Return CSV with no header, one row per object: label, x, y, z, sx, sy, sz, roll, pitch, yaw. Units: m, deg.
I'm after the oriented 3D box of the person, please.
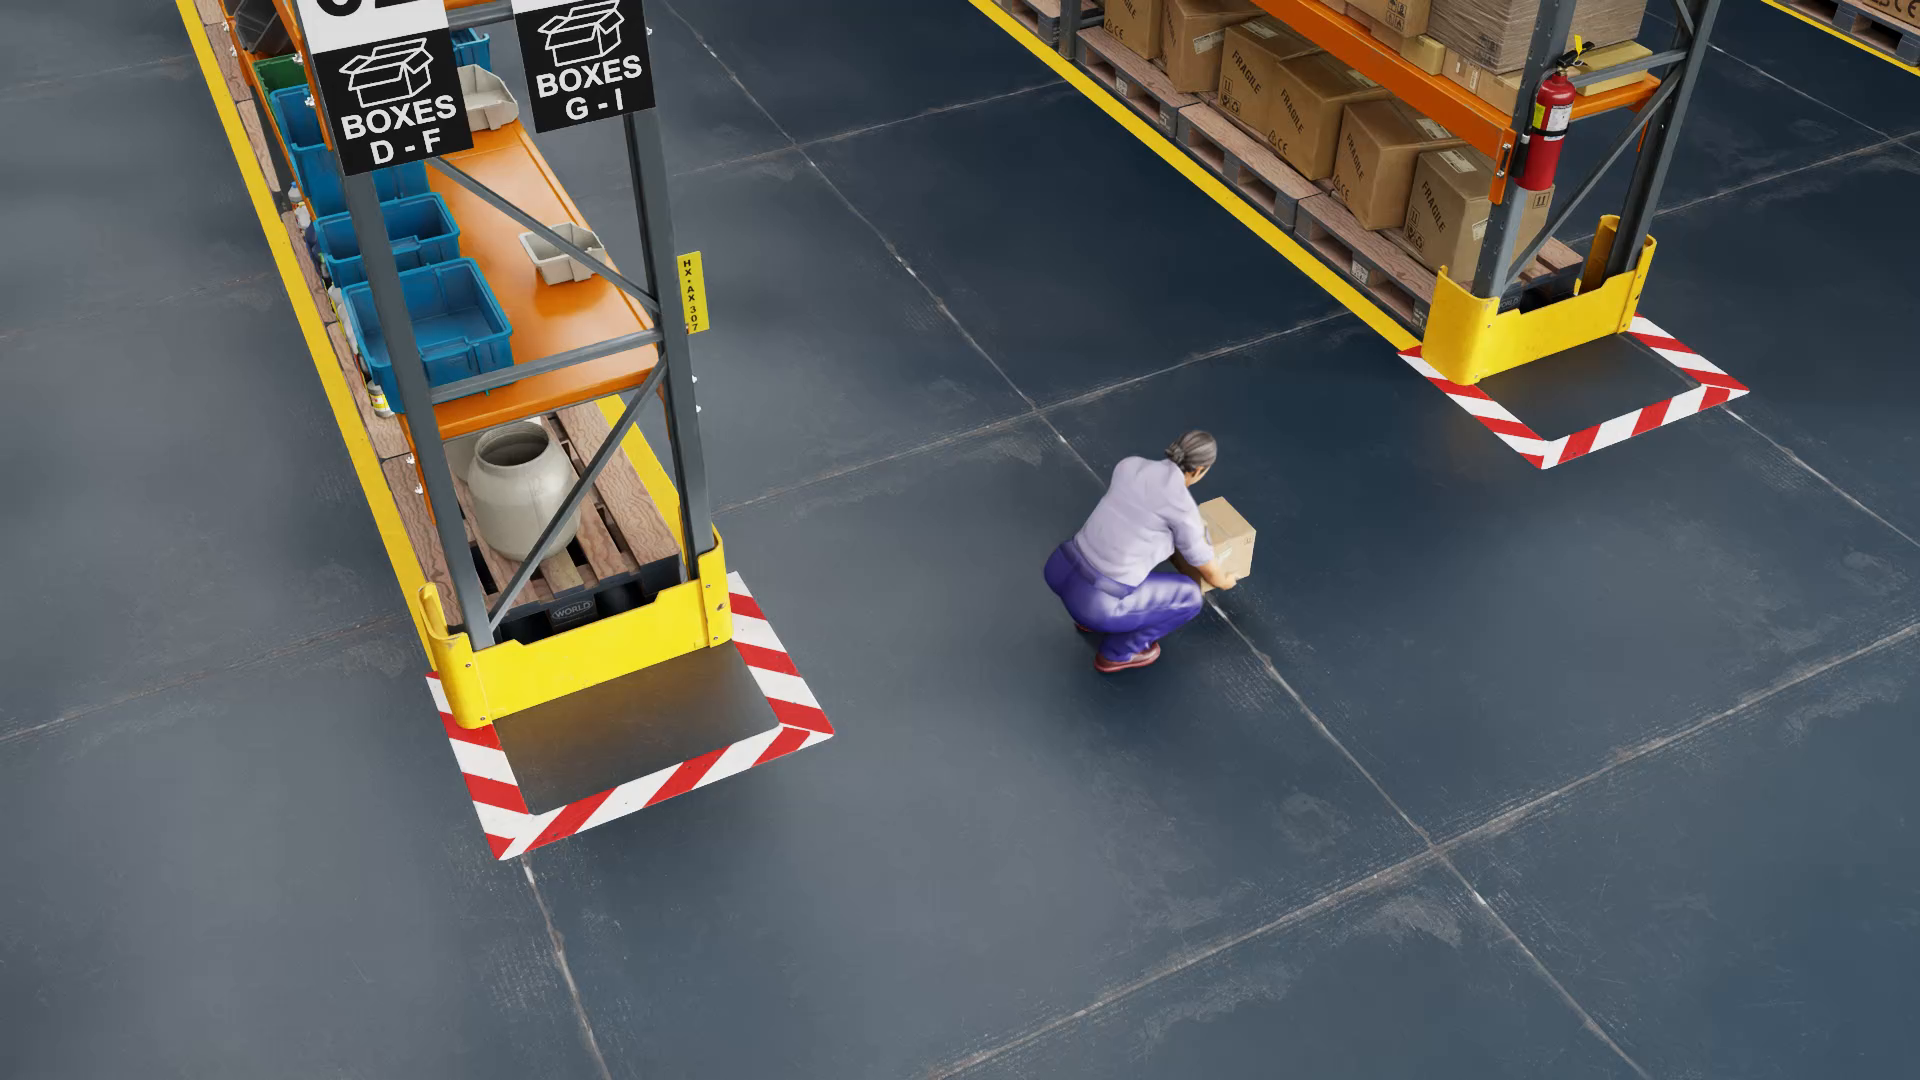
person,0.740,0.033,6.699,0.829,0.911,0.528,-19,45,-20
